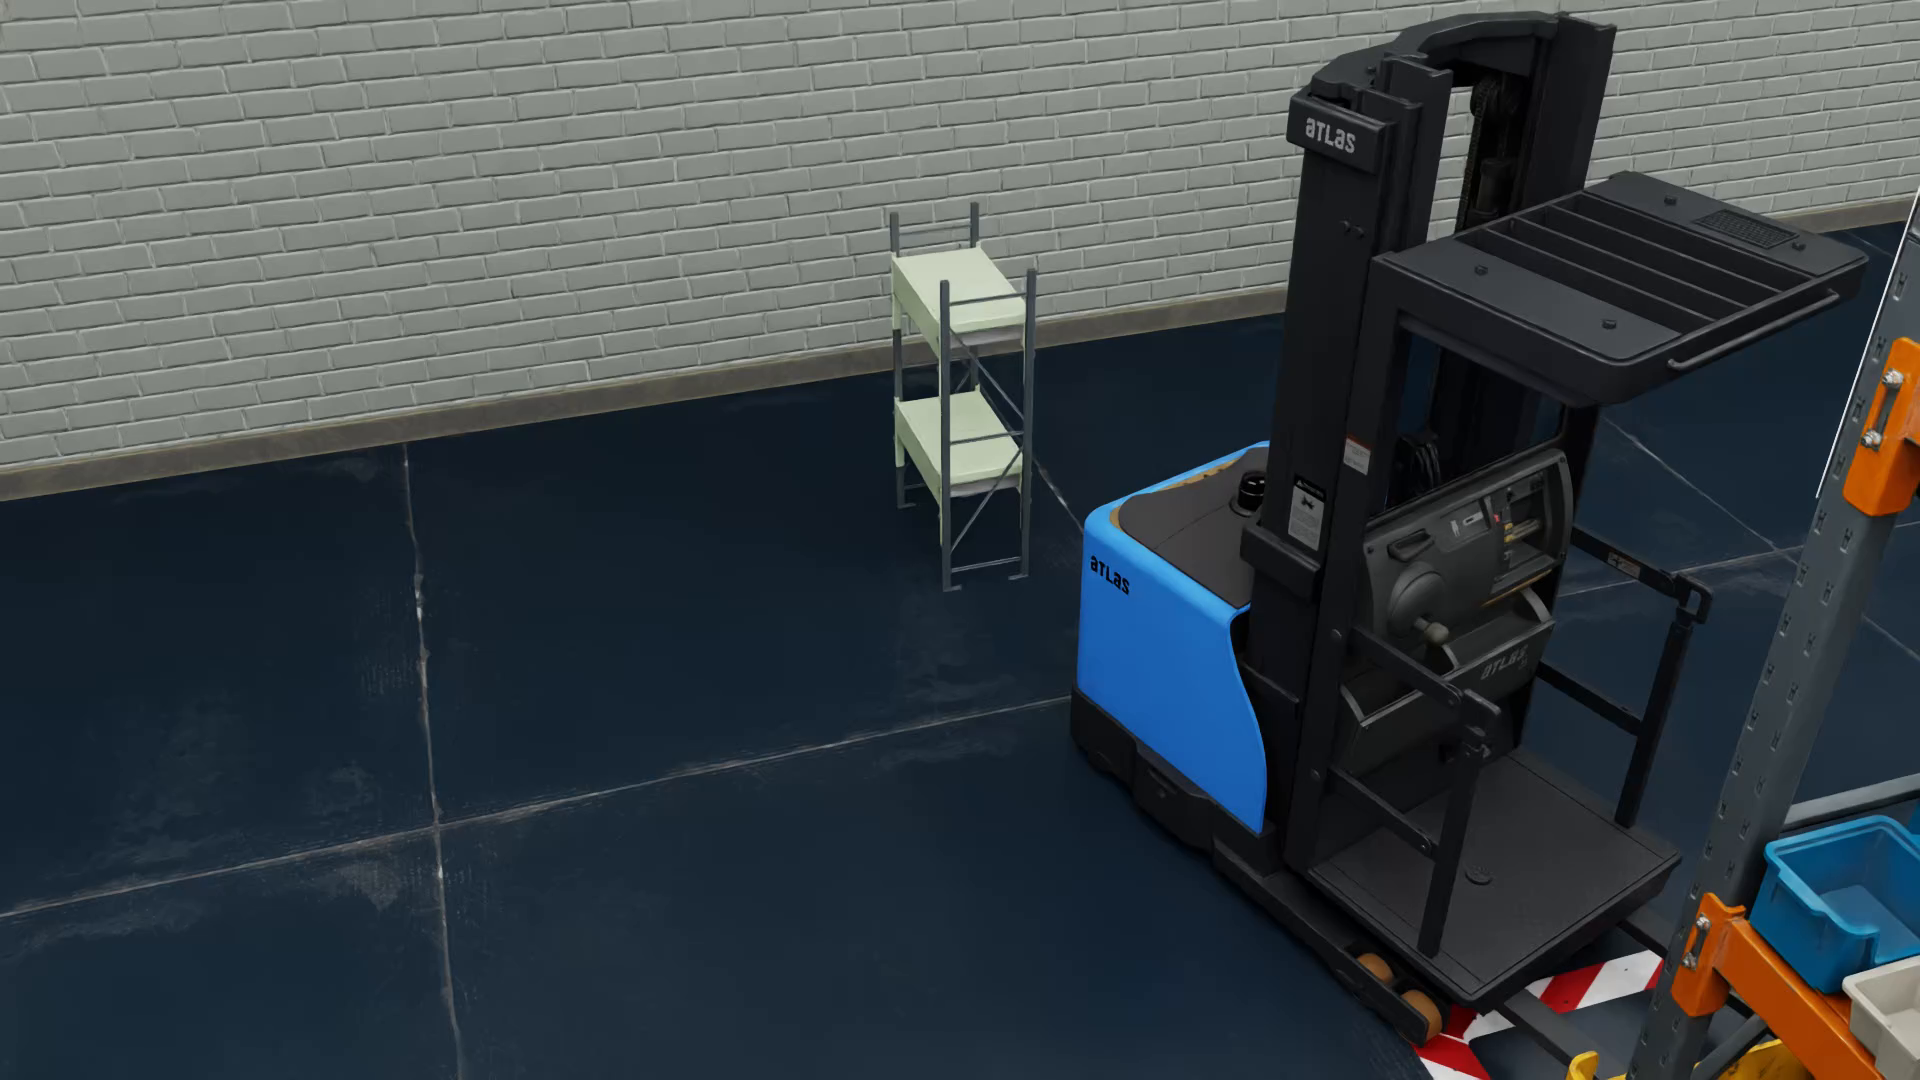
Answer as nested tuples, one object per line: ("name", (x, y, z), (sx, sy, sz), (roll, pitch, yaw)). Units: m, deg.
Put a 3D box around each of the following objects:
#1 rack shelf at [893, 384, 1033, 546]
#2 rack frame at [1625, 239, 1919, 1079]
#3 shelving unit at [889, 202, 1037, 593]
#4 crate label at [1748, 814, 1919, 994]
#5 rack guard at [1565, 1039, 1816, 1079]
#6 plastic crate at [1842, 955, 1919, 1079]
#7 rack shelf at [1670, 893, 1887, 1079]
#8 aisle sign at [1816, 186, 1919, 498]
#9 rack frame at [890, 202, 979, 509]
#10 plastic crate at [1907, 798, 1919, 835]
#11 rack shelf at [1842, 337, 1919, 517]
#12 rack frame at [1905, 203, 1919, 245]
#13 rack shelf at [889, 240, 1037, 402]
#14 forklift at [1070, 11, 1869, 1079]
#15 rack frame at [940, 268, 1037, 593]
("rack shelf", (0.002, -0.350, 7.511), (0.431, 0.370, 0.720), (-10, 35, -15))
("rack frame", (2.305, 0.622, 4.088), (1.000, 3.000, 0.127), (-10, 35, -15))
("shelving unit", (0.002, -0.622, 7.331), (0.431, 1.500, 0.755), (-10, 35, -15))
("crate label", (2.067, 0.852, 3.838), (0.416, 0.233, 0.303), (-10, 35, -15))
("rack guard", (2.285, 1.654, 4.793), (1.175, 0.500, 0.348), (-10, 35, -15))
("plastic crate", (2.086, 1.074, 3.589), (0.250, 0.136, 0.298), (-10, 35, -15))
("rack shelf", (2.915, 1.972, 2.698), (1.077, 0.370, 4.000), (-10, 35, -15))
("aisle sign", (2.000, -0.451, 3.353), (0.394, 0.787, 0.004), (-10, 35, -15))
("rack frame", (-0.110, -0.814, 7.622), (0.400, 1.500, 0.023), (-10, 35, -15))
("plastic crate", (2.585, 0.726, 3.843), (0.616, 0.435, 0.499), (-10, 35, -15))
("rack shelf", (2.915, 0.720, 1.871), (1.077, 0.370, 4.000), (-10, 35, -15))
("rack frame", (2.305, -1.881, 2.434), (1.000, 3.000, 0.127), (-10, 35, -15))
("rack shelf", (0.002, -0.948, 7.116), (0.431, 0.370, 0.720), (-10, 35, -15))
("forklift", (1.696, 0.079, 4.972), (1.130, 2.935, 3.031), (-22, 39, -29))
("rack frame", (0.114, -0.430, 7.040), (0.400, 1.500, 0.023), (-10, 35, -15))
